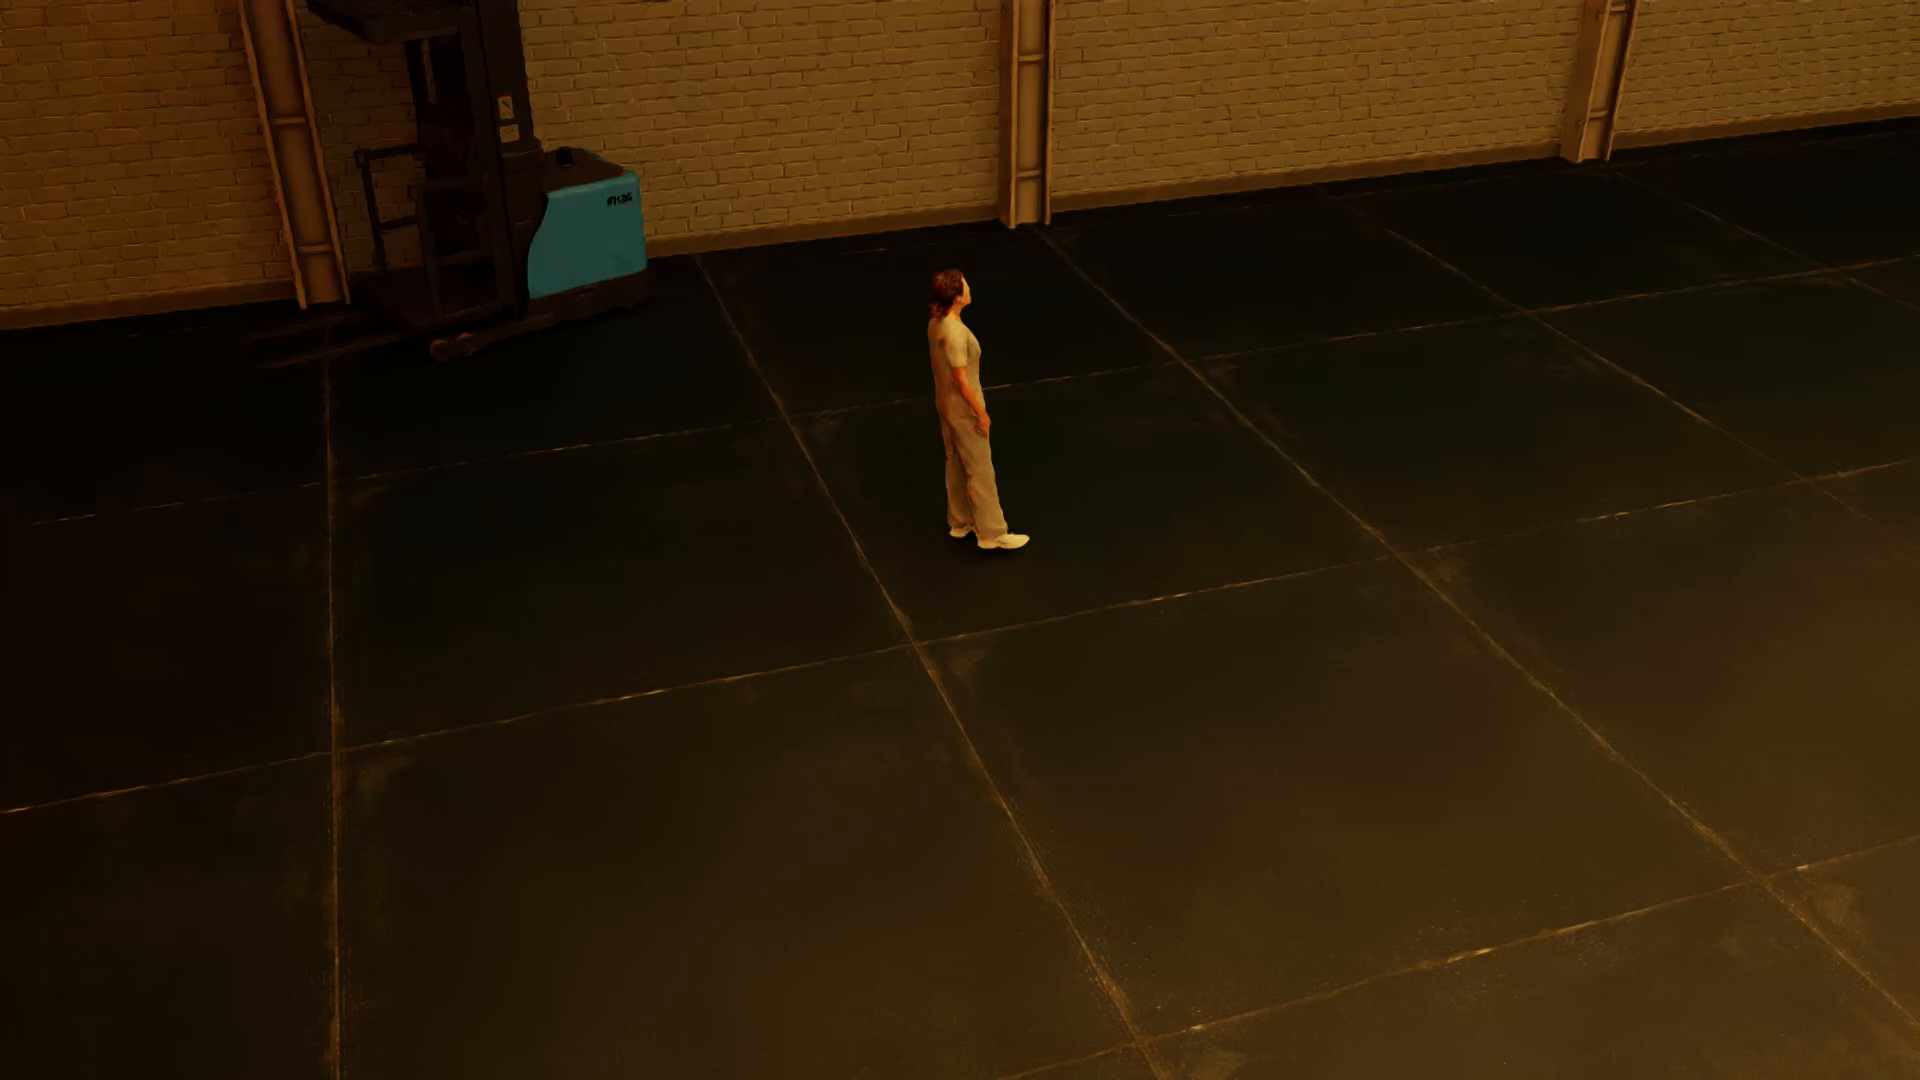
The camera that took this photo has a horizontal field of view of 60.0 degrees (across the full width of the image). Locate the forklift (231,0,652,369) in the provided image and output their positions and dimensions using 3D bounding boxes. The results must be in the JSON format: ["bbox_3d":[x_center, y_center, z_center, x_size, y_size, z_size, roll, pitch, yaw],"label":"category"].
[{"bbox_3d":[-3.925,-2.883,12.097,3.031,2.935,1.130,-22,36,-33],"label":"forklift"}]

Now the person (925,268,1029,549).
[{"bbox_3d":[0.073,-0.772,9.594,0.549,1.673,0.550,-10,31,-16],"label":"person"}]
